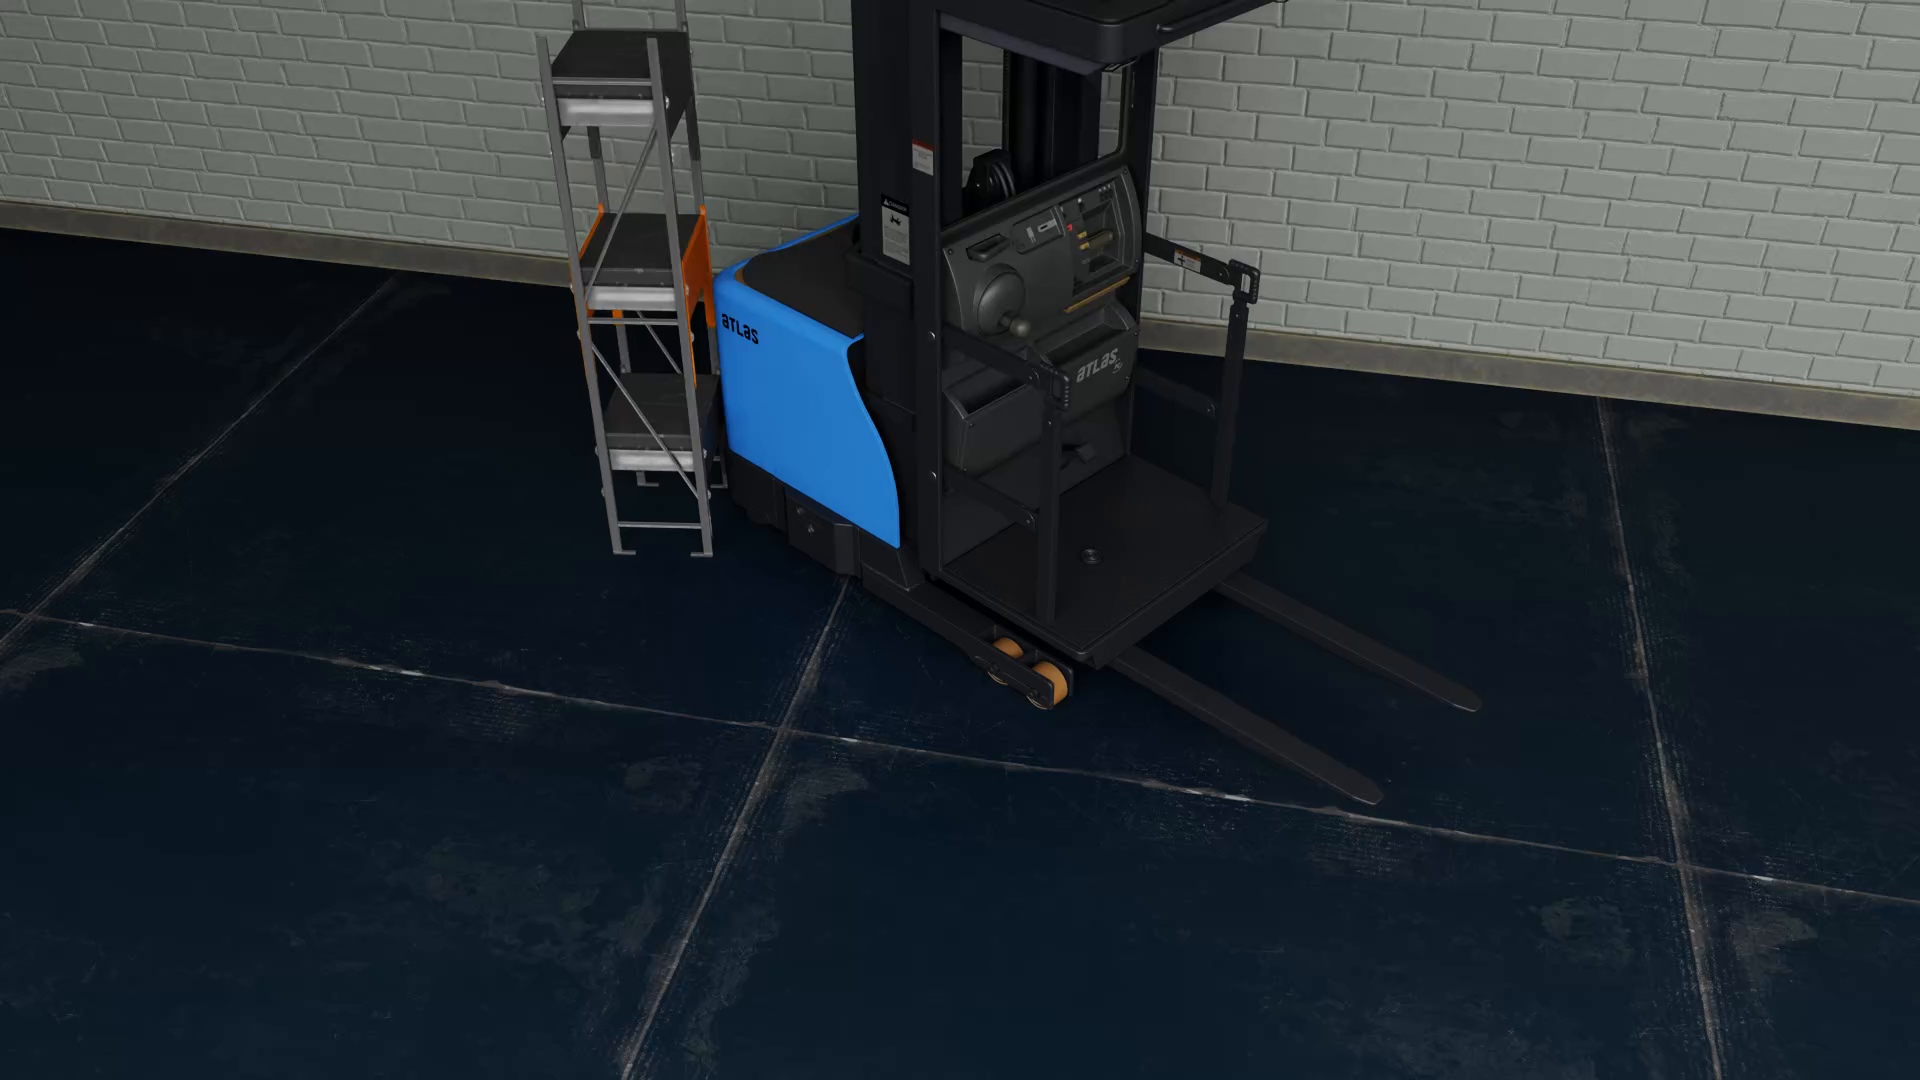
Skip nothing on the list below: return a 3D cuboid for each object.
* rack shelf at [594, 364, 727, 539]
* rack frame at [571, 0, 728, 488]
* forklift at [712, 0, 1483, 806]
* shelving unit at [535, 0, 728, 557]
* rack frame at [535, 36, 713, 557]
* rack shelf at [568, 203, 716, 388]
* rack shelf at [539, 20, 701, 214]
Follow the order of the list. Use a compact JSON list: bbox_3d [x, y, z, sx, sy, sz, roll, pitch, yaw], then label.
[{"bbox_3d":[-1.179,-0.357,6.670,0.431,0.518,0.480,1,36,2],"label":"rack shelf"},{"bbox_3d":[-1.169,-1.078,6.448,0.400,2.100,0.015,1,36,2],"label":"rack frame"},{"bbox_3d":[0.447,-0.933,5.539,3.031,2.935,1.130,30,45,34],"label":"forklift"},{"bbox_3d":[-1.179,-0.935,6.251,0.431,2.100,0.503,1,36,2],"label":"shelving unit"},{"bbox_3d":[-1.189,-0.792,6.053,0.400,2.100,0.015,1,36,2],"label":"rack frame"},{"bbox_3d":[-1.179,-0.924,6.259,0.431,0.518,0.480,1,36,2],"label":"rack shelf"},{"bbox_3d":[-1.179,-1.491,5.848,0.431,0.518,0.480,1,36,2],"label":"rack shelf"}]
